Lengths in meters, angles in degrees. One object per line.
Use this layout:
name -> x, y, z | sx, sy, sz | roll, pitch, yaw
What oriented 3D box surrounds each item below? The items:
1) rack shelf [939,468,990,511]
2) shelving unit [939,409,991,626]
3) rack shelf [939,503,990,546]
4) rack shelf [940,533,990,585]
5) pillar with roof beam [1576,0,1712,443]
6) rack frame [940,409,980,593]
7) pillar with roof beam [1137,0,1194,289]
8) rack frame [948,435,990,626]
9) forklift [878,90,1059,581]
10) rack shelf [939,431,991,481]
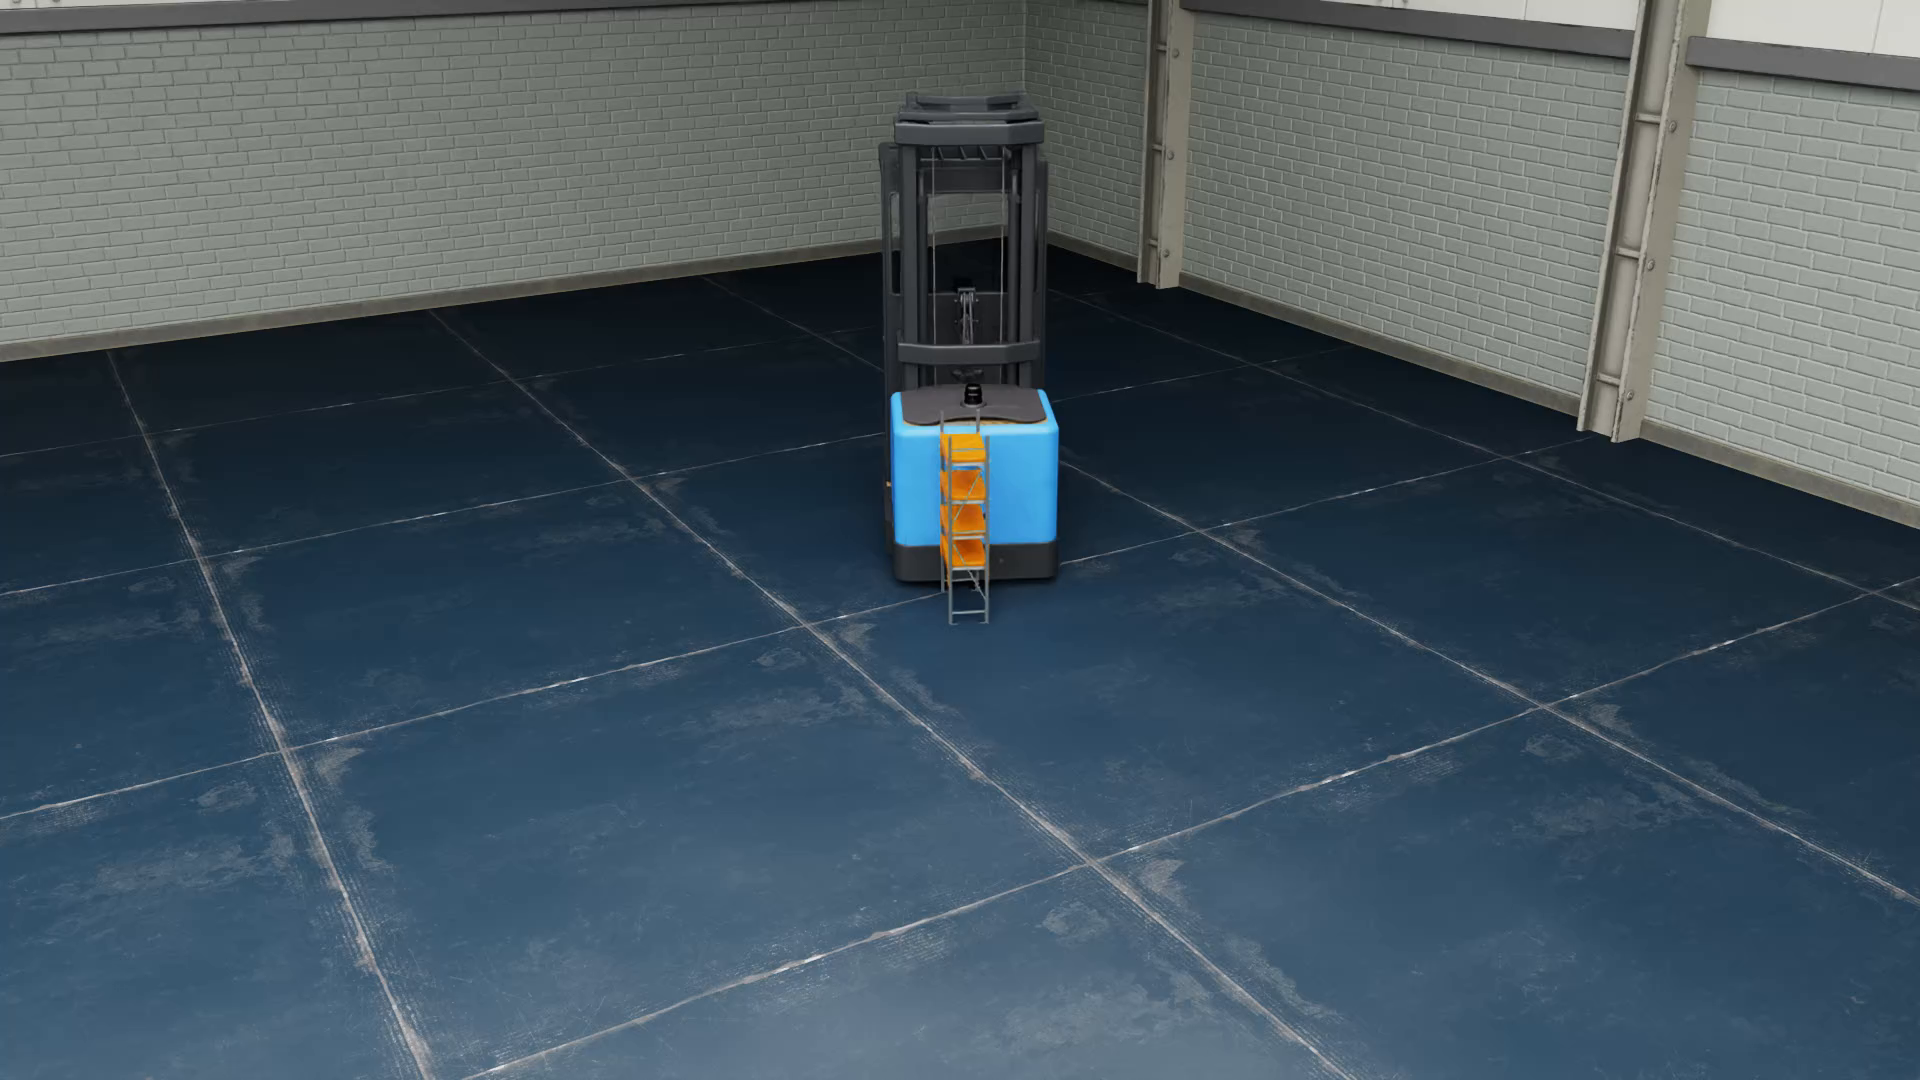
rack shelf -> 0.026, -0.281, 9.993 | 0.258, 0.148, 0.480 | -2, 22, -5
shelving unit -> 0.026, -0.136, 10.052 | 0.258, 1.200, 0.503 | -2, 22, -5
rack shelf -> 0.026, -0.074, 10.078 | 0.258, 0.148, 0.480 | -2, 22, -5
rack shelf -> 0.026, 0.110, 10.152 | 0.258, 0.148, 0.480 | -2, 22, -5
pillar with roof beam -> 1.541, -4.206, 9.707 | 9.100, 9.000, 0.400 | -13, 25, -28
rack frame -> 0.001, -0.227, 10.277 | 0.240, 1.200, 0.015 | -2, 22, -5
pillar with roof beam -> -1.524, -6.148, 14.486 | 9.100, 9.000, 0.400 | -13, 25, -28
rack frame -> 0.051, -0.044, 9.827 | 0.240, 1.200, 0.015 | -2, 22, -5
forklift -> 0.012, -1.609, 11.376 | 1.130, 2.935, 3.031 | -1, 22, -3
rack shelf -> 0.026, -0.500, 9.904 | 0.258, 0.148, 0.480 | -2, 22, -5
